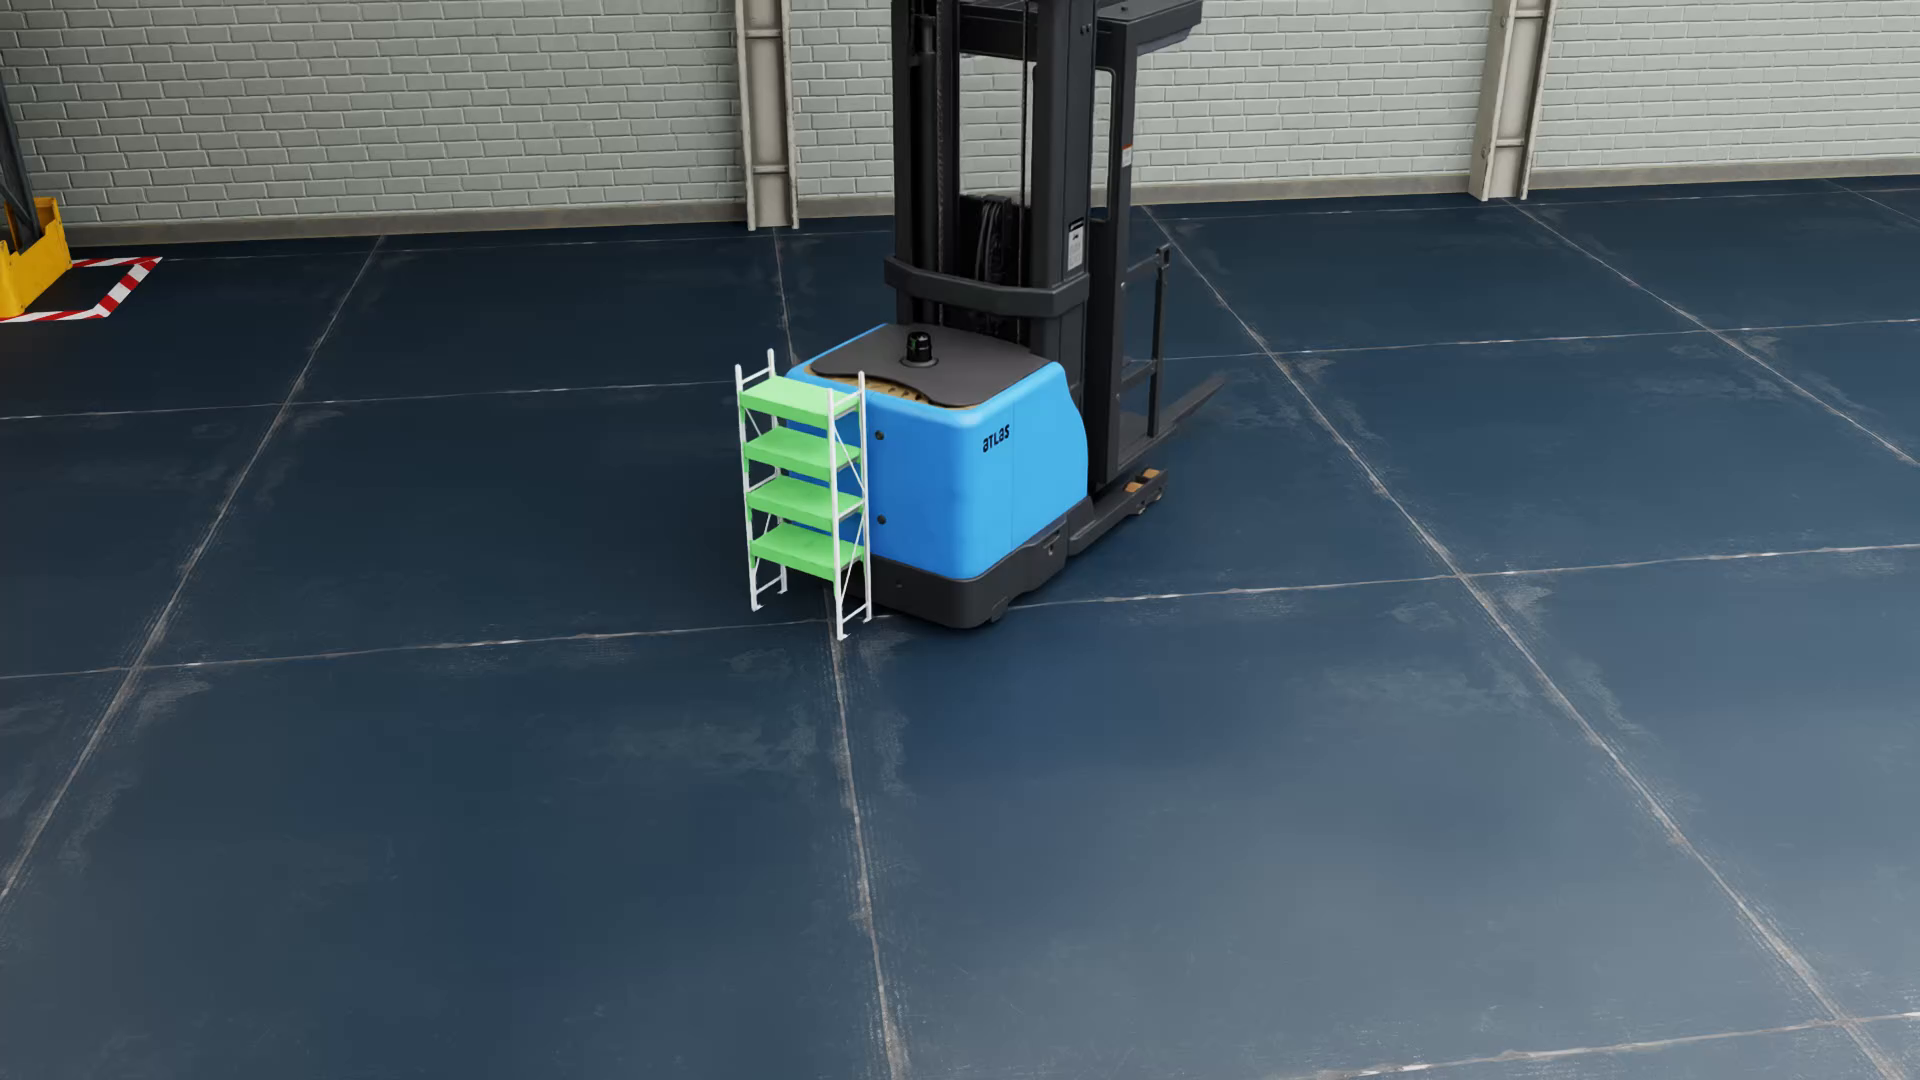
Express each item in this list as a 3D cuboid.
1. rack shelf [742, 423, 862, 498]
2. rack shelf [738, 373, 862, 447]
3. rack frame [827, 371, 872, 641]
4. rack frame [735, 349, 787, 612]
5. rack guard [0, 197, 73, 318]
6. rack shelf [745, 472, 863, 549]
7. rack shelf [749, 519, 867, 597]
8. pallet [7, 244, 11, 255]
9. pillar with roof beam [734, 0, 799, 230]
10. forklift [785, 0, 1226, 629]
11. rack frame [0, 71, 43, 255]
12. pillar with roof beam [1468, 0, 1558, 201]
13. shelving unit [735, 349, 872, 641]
[{"bbox_3d":[-0.679,-0.348,7.227,0.480,0.148,0.258,17,32,29],"label":"rack shelf"},{"bbox_3d":[-0.679,-0.561,7.117,0.480,0.148,0.258,17,32,29],"label":"rack shelf"},{"bbox_3d":[-0.474,-0.131,7.190,0.015,1.200,0.240,17,32,29],"label":"rack frame"},{"bbox_3d":[-0.883,-0.253,7.427,0.015,1.200,0.240,17,32,29],"label":"rack frame"},{"bbox_3d":[-6.577,-1.971,11.544,0.348,0.500,1.175,-4,27,-7],"label":"rack guard"},{"bbox_3d":[-0.678,-0.135,7.338,0.480,0.148,0.258,17,32,29],"label":"rack shelf"},{"bbox_3d":[-0.678,0.078,7.448,0.480,0.148,0.258,17,32,29],"label":"rack shelf"},{"bbox_3d":[-7.352,-1.774,11.475,1.213,0.211,1.003,-4,27,-7],"label":"pallet"},{"bbox_3d":[-0.875,-4.549,7.259,0.400,9.000,9.100,-4,27,-7],"label":"pillar with roof beam"},{"bbox_3d":[0.428,-1.539,8.039,1.130,2.935,3.031,17,31,29],"label":"forklift"},{"bbox_3d":[-6.601,-3.082,10.970,0.127,3.000,1.000,-4,27,-7],"label":"rack frame"},{"bbox_3d":[5.067,-4.931,8.003,0.400,9.000,9.100,-4,27,-7],"label":"pillar with roof beam"},{"bbox_3d":[-0.678,-0.192,7.308,0.503,1.200,0.258,17,32,29],"label":"shelving unit"}]
